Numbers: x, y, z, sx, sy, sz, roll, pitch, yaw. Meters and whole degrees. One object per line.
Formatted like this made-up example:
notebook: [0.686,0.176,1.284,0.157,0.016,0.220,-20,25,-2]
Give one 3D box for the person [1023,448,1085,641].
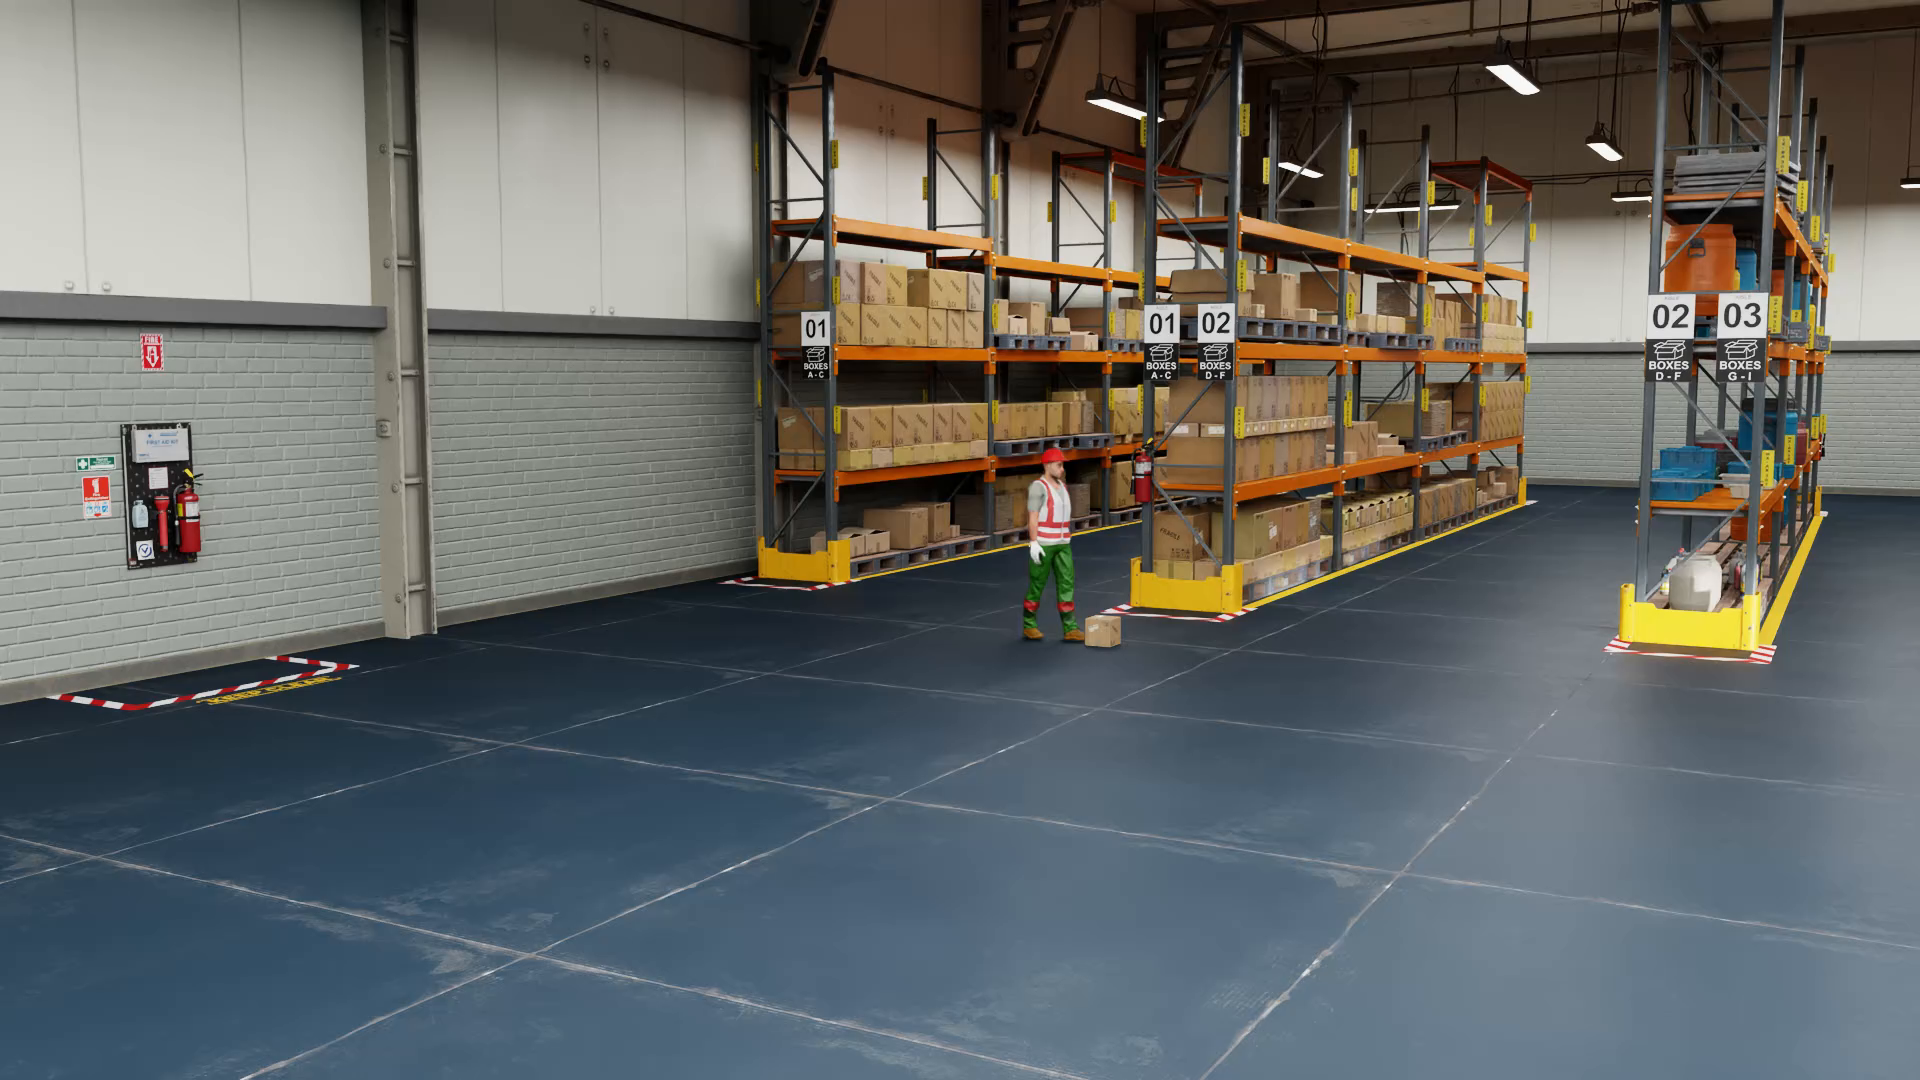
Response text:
person: [0.888,0.046,15.441,0.555,1.787,0.686,-6,8,-44]
